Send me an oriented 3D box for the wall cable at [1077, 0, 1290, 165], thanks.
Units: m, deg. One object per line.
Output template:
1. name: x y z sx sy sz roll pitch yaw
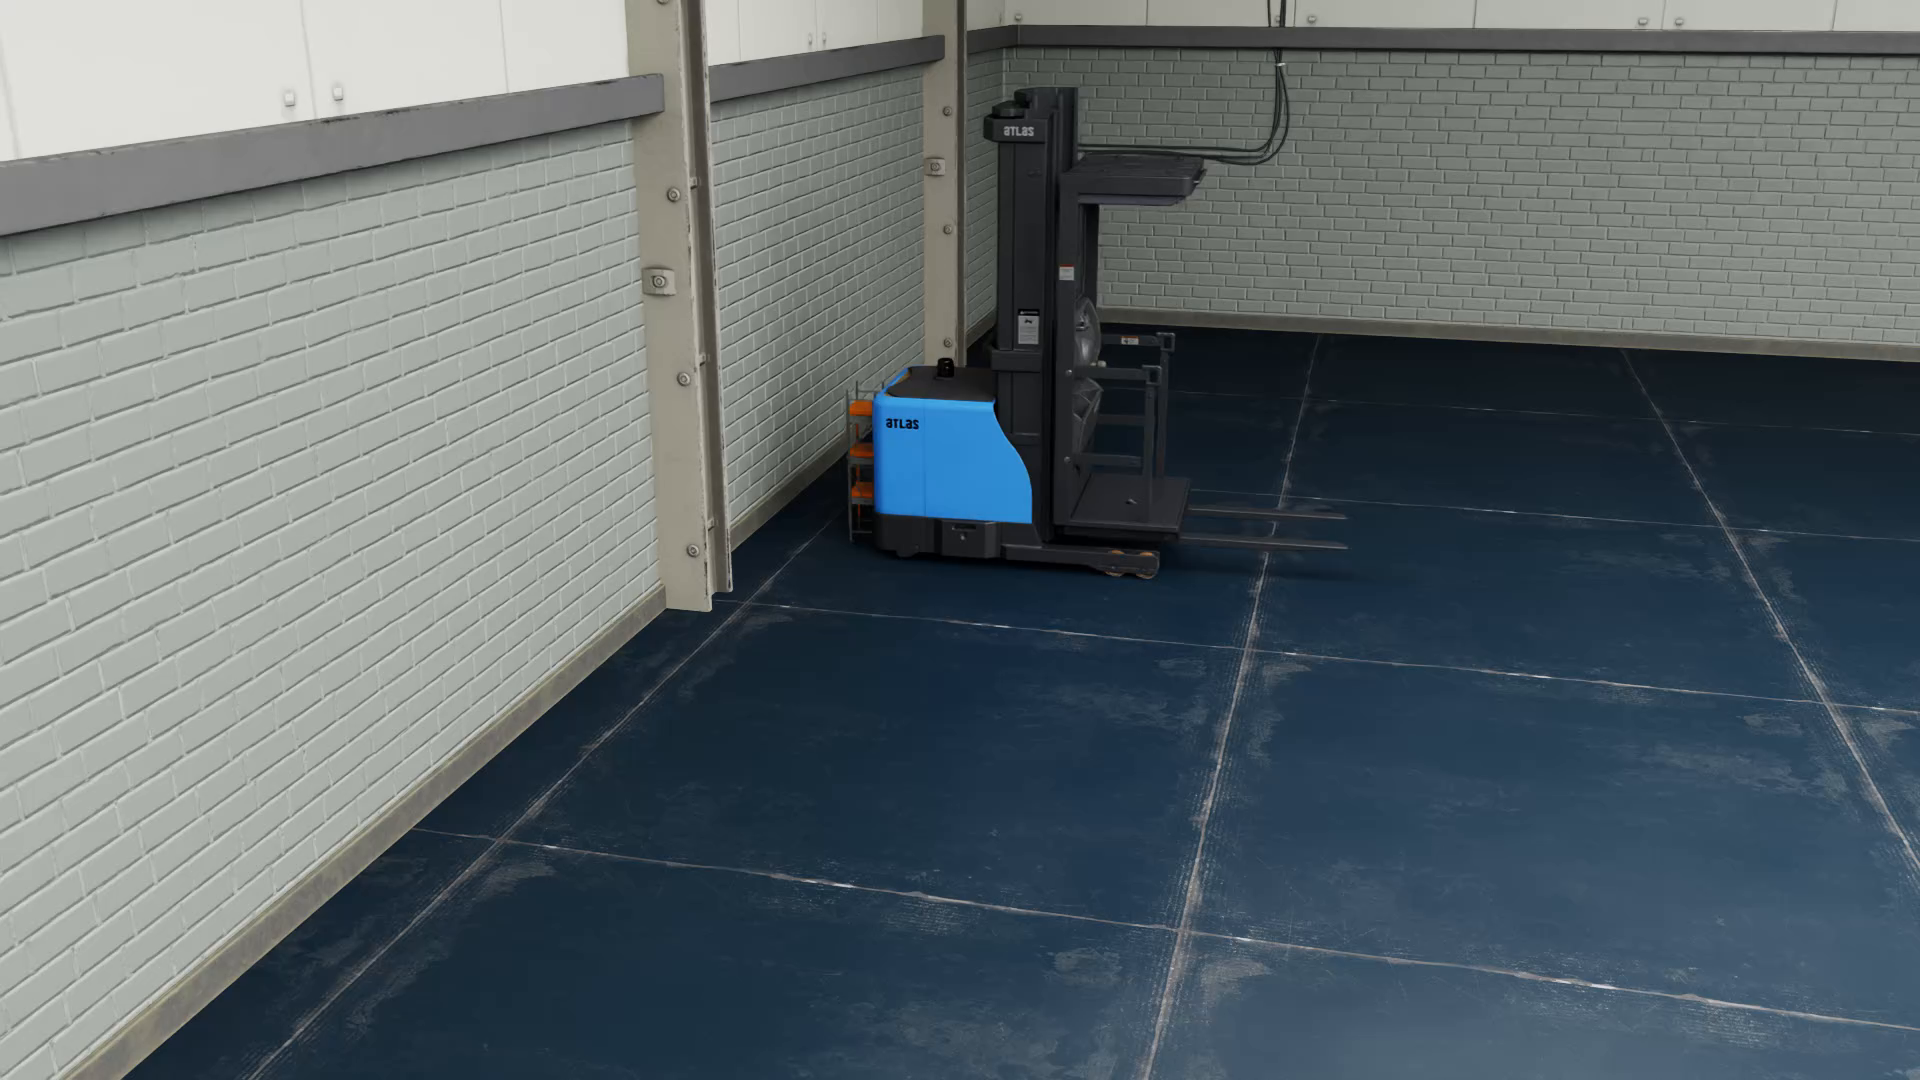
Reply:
1. wall cable: 1.867 -5.133 17.097 3.097 2.526 0.112 5 19 13

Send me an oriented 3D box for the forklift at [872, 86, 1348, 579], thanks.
1. forklift: 0.998 -1.330 10.545 3.031 2.935 1.130 4 19 11

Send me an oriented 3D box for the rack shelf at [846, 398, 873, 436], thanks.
1. rack shelf: -0.620 -0.778 10.995 0.215 0.259 0.240 4 19 10

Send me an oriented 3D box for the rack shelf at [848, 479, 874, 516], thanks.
1. rack shelf: -0.620 -0.246 11.177 0.215 0.259 0.240 4 19 10

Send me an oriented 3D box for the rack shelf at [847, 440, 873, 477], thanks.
1. rack shelf: -0.620 -0.509 11.087 0.215 0.259 0.240 4 19 10

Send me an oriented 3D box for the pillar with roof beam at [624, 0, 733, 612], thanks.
1. pillar with roof beam: 2.573 -3.563 7.697 9.100 9.000 0.400 5 19 13

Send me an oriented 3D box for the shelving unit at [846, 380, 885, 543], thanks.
1. shelving unit: -0.620 -0.519 11.084 0.215 1.050 0.252 4 19 10

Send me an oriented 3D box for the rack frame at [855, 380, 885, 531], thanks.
1. rack frame: -0.597 -0.558 11.197 0.200 1.050 0.008 4 19 10

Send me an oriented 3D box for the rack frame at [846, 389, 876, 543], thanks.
1. rack frame: -0.643 -0.481 10.970 0.200 1.050 0.008 4 19 10

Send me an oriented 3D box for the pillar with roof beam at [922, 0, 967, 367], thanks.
1. pillar with roof beam: 4.039 -5.443 13.202 9.100 9.000 0.400 5 19 13
